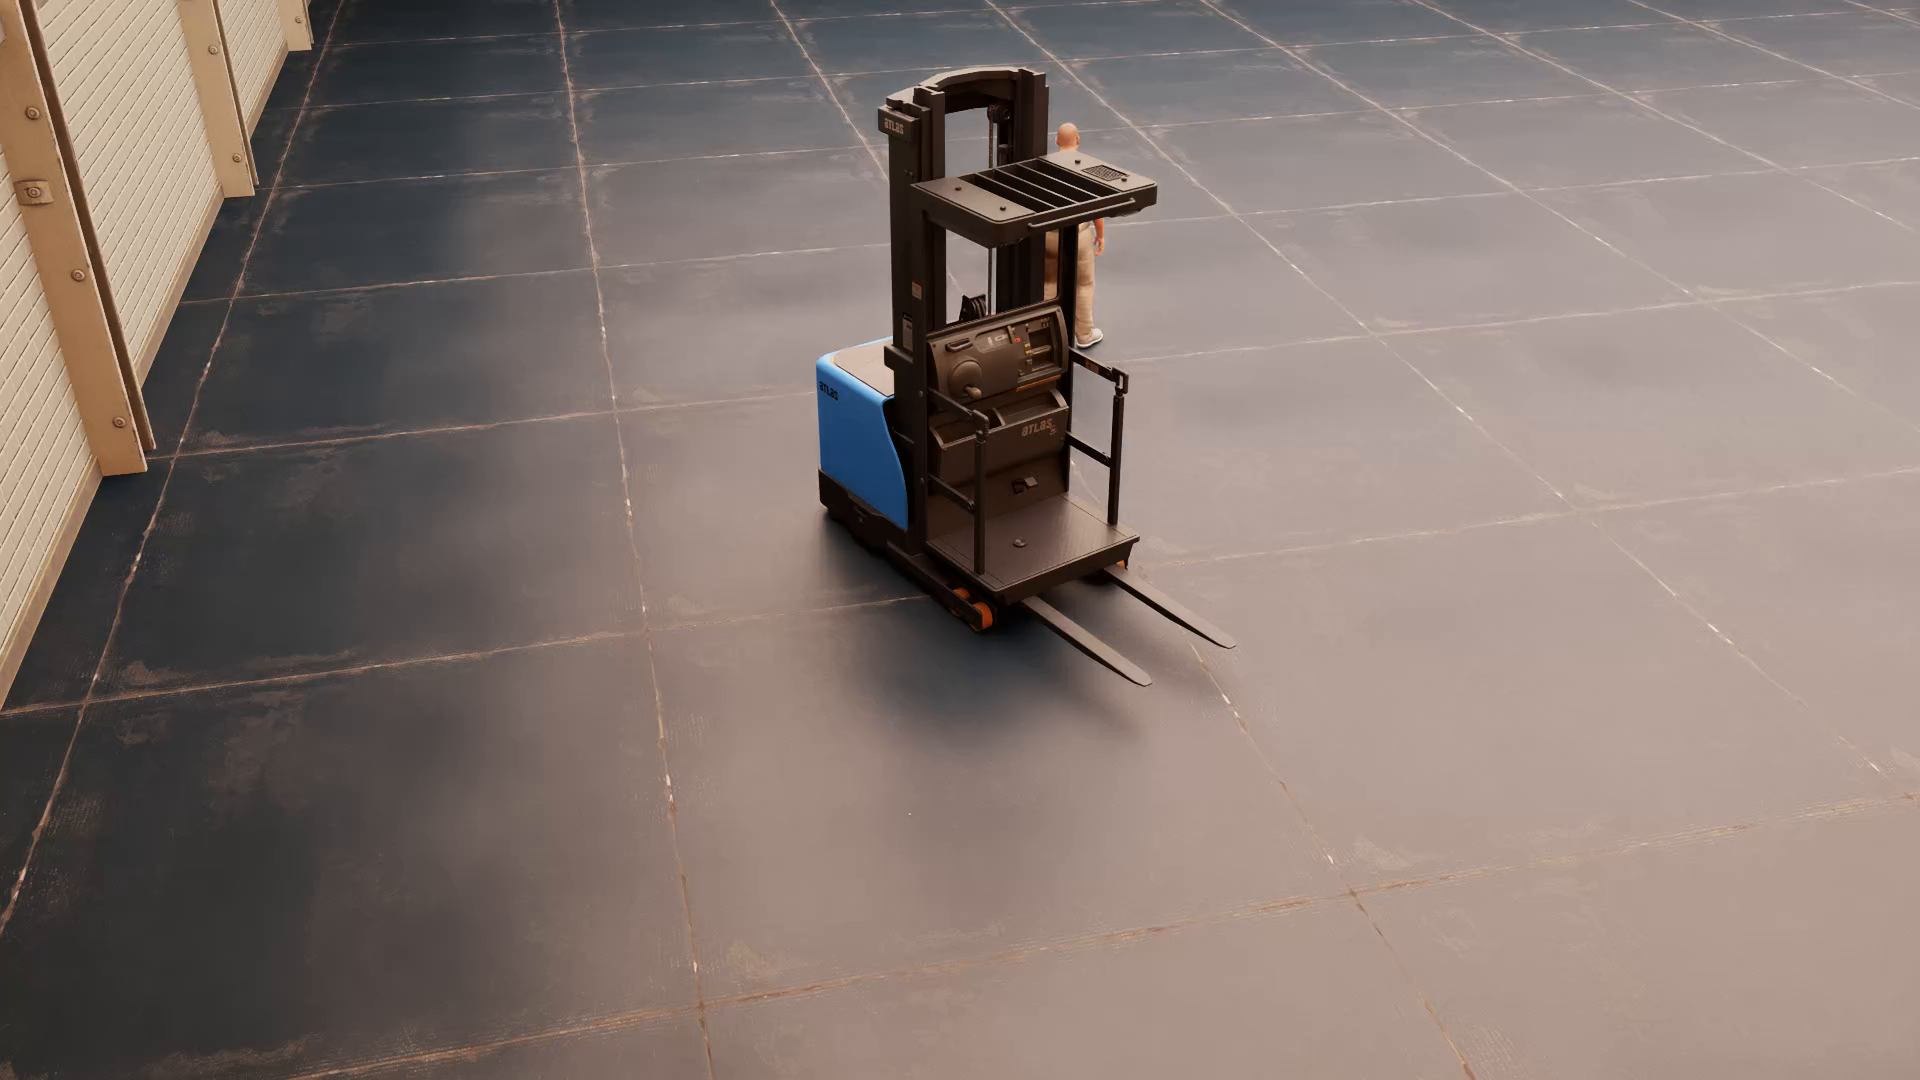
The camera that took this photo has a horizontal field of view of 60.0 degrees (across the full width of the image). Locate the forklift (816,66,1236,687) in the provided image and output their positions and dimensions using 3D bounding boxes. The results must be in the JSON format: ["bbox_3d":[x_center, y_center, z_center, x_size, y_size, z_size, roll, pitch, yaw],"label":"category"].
[{"bbox_3d":[0.355,-1.021,9.338,1.130,2.935,3.031,-20,35,-30],"label":"forklift"}]

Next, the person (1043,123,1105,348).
[{"bbox_3d":[0.820,-2.334,12.807,0.597,1.727,0.388,8,31,13],"label":"person"}]
